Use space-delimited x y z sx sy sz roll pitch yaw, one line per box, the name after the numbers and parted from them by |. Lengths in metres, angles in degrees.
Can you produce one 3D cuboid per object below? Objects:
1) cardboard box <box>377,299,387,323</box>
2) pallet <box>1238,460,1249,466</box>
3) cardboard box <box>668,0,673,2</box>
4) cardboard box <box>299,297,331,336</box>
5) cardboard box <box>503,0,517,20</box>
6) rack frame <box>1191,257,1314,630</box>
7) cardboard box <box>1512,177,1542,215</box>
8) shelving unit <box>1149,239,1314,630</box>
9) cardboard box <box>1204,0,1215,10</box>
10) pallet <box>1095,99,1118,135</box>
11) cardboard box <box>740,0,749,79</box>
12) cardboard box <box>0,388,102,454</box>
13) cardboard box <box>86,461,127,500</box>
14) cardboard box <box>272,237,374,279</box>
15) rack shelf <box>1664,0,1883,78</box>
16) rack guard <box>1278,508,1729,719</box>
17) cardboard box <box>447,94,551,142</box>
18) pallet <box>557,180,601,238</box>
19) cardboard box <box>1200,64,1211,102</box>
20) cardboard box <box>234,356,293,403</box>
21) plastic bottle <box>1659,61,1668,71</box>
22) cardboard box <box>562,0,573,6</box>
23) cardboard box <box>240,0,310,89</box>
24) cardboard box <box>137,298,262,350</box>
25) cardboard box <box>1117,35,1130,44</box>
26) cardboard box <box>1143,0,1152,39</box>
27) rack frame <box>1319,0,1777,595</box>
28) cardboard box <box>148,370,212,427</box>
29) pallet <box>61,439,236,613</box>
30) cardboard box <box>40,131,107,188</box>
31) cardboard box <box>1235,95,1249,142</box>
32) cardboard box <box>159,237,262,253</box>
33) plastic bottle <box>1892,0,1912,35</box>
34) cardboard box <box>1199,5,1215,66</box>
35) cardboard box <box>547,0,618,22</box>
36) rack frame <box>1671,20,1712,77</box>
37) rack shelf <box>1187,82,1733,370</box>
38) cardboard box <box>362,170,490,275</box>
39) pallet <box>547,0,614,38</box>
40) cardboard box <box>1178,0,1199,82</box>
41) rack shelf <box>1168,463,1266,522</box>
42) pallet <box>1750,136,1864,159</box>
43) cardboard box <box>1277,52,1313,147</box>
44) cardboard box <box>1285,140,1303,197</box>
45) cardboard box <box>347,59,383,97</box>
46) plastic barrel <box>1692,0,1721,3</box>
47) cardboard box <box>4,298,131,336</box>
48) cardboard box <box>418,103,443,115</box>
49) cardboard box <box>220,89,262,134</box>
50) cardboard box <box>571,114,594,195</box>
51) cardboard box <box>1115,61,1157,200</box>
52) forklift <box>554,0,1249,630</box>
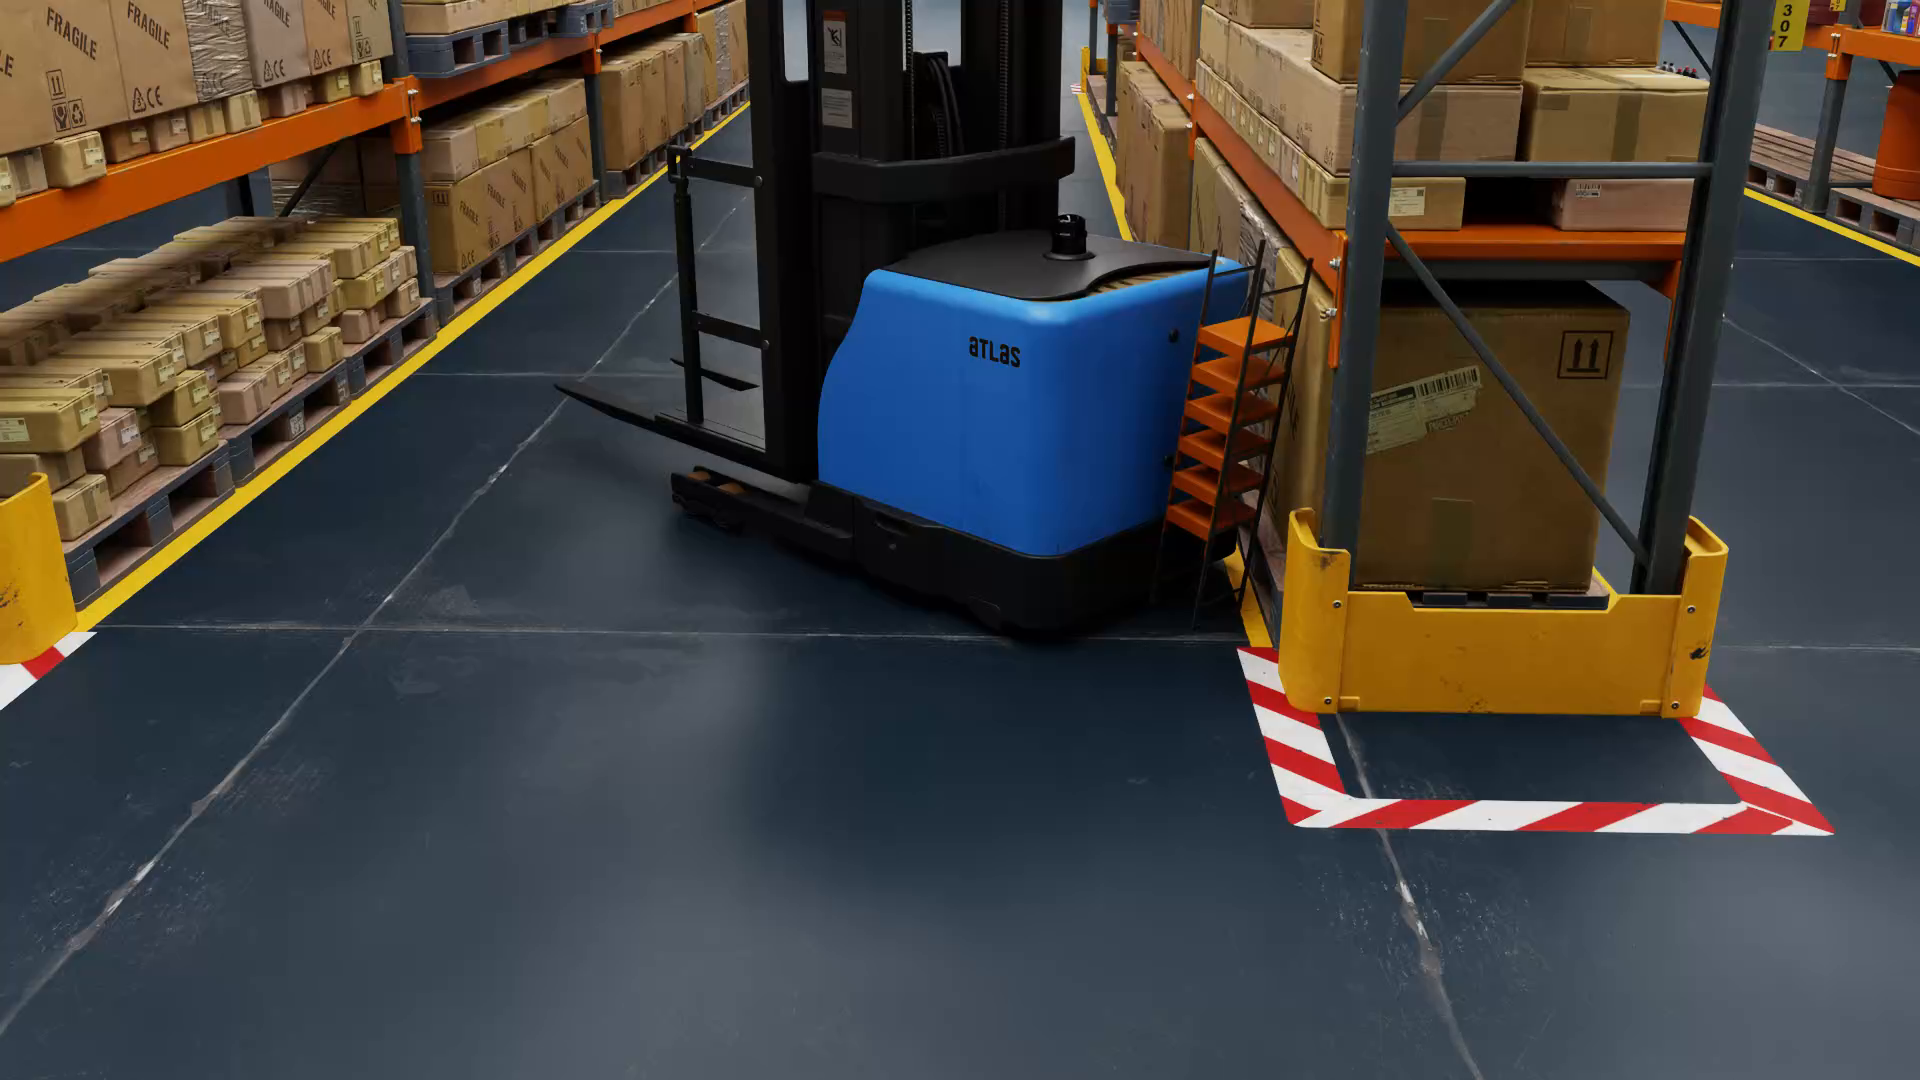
-3.054 -1.134 8.164 0.380 0.149 0.250 1 21 3 | cardboard box
1.527 -0.398 6.763 1.003 0.211 1.213 1 21 2 | pallet
-2.812 -5.070 14.811 0.500 0.500 0.500 0 21 1 | cardboard box
-3.064 -1.016 7.451 0.380 0.149 0.250 1 21 3 | cardboard box
-2.790 -3.095 9.625 0.380 0.149 0.250 0 21 -1 | cardboard box
0.887 -0.272 5.088 0.240 1.200 0.006 -18 36 -38 | rack frame
1.888 -1.068 4.983 0.380 0.149 0.250 0 21 1 | cardboard box
0.827 -0.310 5.146 0.258 1.200 0.189 -18 36 -38 | shelving unit
1.393 -2.662 7.503 0.500 0.500 0.500 1 21 2 | cardboard box
1.891 -4.250 16.691 1.003 0.211 1.213 1 21 2 | pallet
-2.881 -5.804 19.196 0.875 0.875 0.875 1 21 2 | cardboard box
-3.058 -0.389 5.423 0.380 0.149 0.250 0 21 -1 | cardboard box
-3.151 -0.207 5.777 0.380 0.149 0.250 1 21 1 | cardboard box
-3.011 -1.335 7.861 0.380 0.149 0.250 0 21 1 | cardboard box
6.796 -4.194 13.685 1.077 0.370 4.000 1 21 2 | rack shelf
1.541 0.206 4.807 1.175 0.500 0.348 1 21 2 | rack guard
-2.964 -2.715 10.719 0.500 0.250 0.500 1 21 3 | cardboard box
-3.195 -2.369 11.843 1.003 0.211 1.213 1 21 2 | pallet
1.314 -2.099 7.639 0.380 0.149 0.250 0 21 0 | cardboard box
-3.044 -0.671 6.973 0.380 0.149 0.250 1 21 2 | cardboard box
7.321 -4.799 17.304 0.144 0.351 0.185 2 21 4 | plastic bottle
-2.753 -3.574 10.860 0.380 0.149 0.250 0 21 1 | cardboard box
-3.057 -2.145 6.861 0.500 0.500 0.500 1 21 1 | cardboard box
-3.037 -0.865 6.650 0.380 0.149 0.250 1 21 2 | cardboard box
2.008 -5.341 18.524 0.500 0.500 0.500 6 22 16 | cardboard box
1.485 -3.548 10.888 0.500 0.500 0.500 0 21 0 | cardboard box
1.541 -0.968 4.377 1.000 3.000 0.127 1 21 2 | rack frame
-3.041 -0.531 6.199 0.380 0.149 0.250 1 21 3 | cardboard box
-3.351 -0.080 5.943 1.003 0.211 1.213 1 21 2 | pallet
-3.048 -1.245 5.437 0.380 0.149 0.250 0 21 0 | cardboard box
1.276 -1.630 6.431 0.380 0.149 0.250 0 21 0 | cardboard box
-3.535 -1.336 7.864 0.380 0.149 0.250 0 21 1 | cardboard box
6.368 -3.552 11.213 0.097 0.271 0.097 0 21 0 | plastic bottle
1.387 -2.316 7.647 0.500 0.250 0.500 0 21 1 | cardboard box
-2.886 -4.158 12.459 0.500 0.500 0.500 1 21 2 | cardboard box
6.857 -5.252 15.419 1.000 3.000 0.127 1 21 2 | rack frame
1.602 -1.356 6.371 1.077 0.370 4.000 1 21 2 | rack shelf
-3.004 -1.800 9.397 0.500 0.500 0.500 1 21 4 | cardboard box
-3.085 -3.603 11.434 1.213 0.211 1.003 1 21 2 | pallet
1.404 -2.633 8.530 0.500 0.500 0.500 1 21 2 | cardboard box
0.811 -0.165 5.222 0.258 0.103 0.180 -18 36 -38 | rack shelf
6.838 -3.226 14.051 1.003 0.211 1.213 1 21 2 | pallet
1.307 -1.398 5.282 0.500 0.250 0.500 0 21 1 | cardboard box
1.238 -1.169 5.241 0.380 0.149 0.250 1 21 2 | cardboard box
-2.965 -2.188 7.869 0.380 0.149 0.250 0 21 0 | cardboard box
6.609 -4.972 14.509 0.433 0.535 0.433 0 21 0 | plastic barrel
-3.562 -0.867 6.656 0.380 0.149 0.250 0 21 0 | cardboard box
-3.491 -2.535 10.253 0.500 0.250 0.500 0 21 -1 | cardboard box
-3.042 -1.716 6.653 0.380 0.149 0.250 1 21 3 | cardboard box
-2.929 -2.741 11.822 0.500 0.500 0.500 1 21 1 | cardboard box
1.743 -2.817 11.498 1.225 0.875 0.875 0 21 -1 | cardboard box
-0.441 -1.527 5.912 1.130 2.935 3.031 -20 29 -41 | forklift
